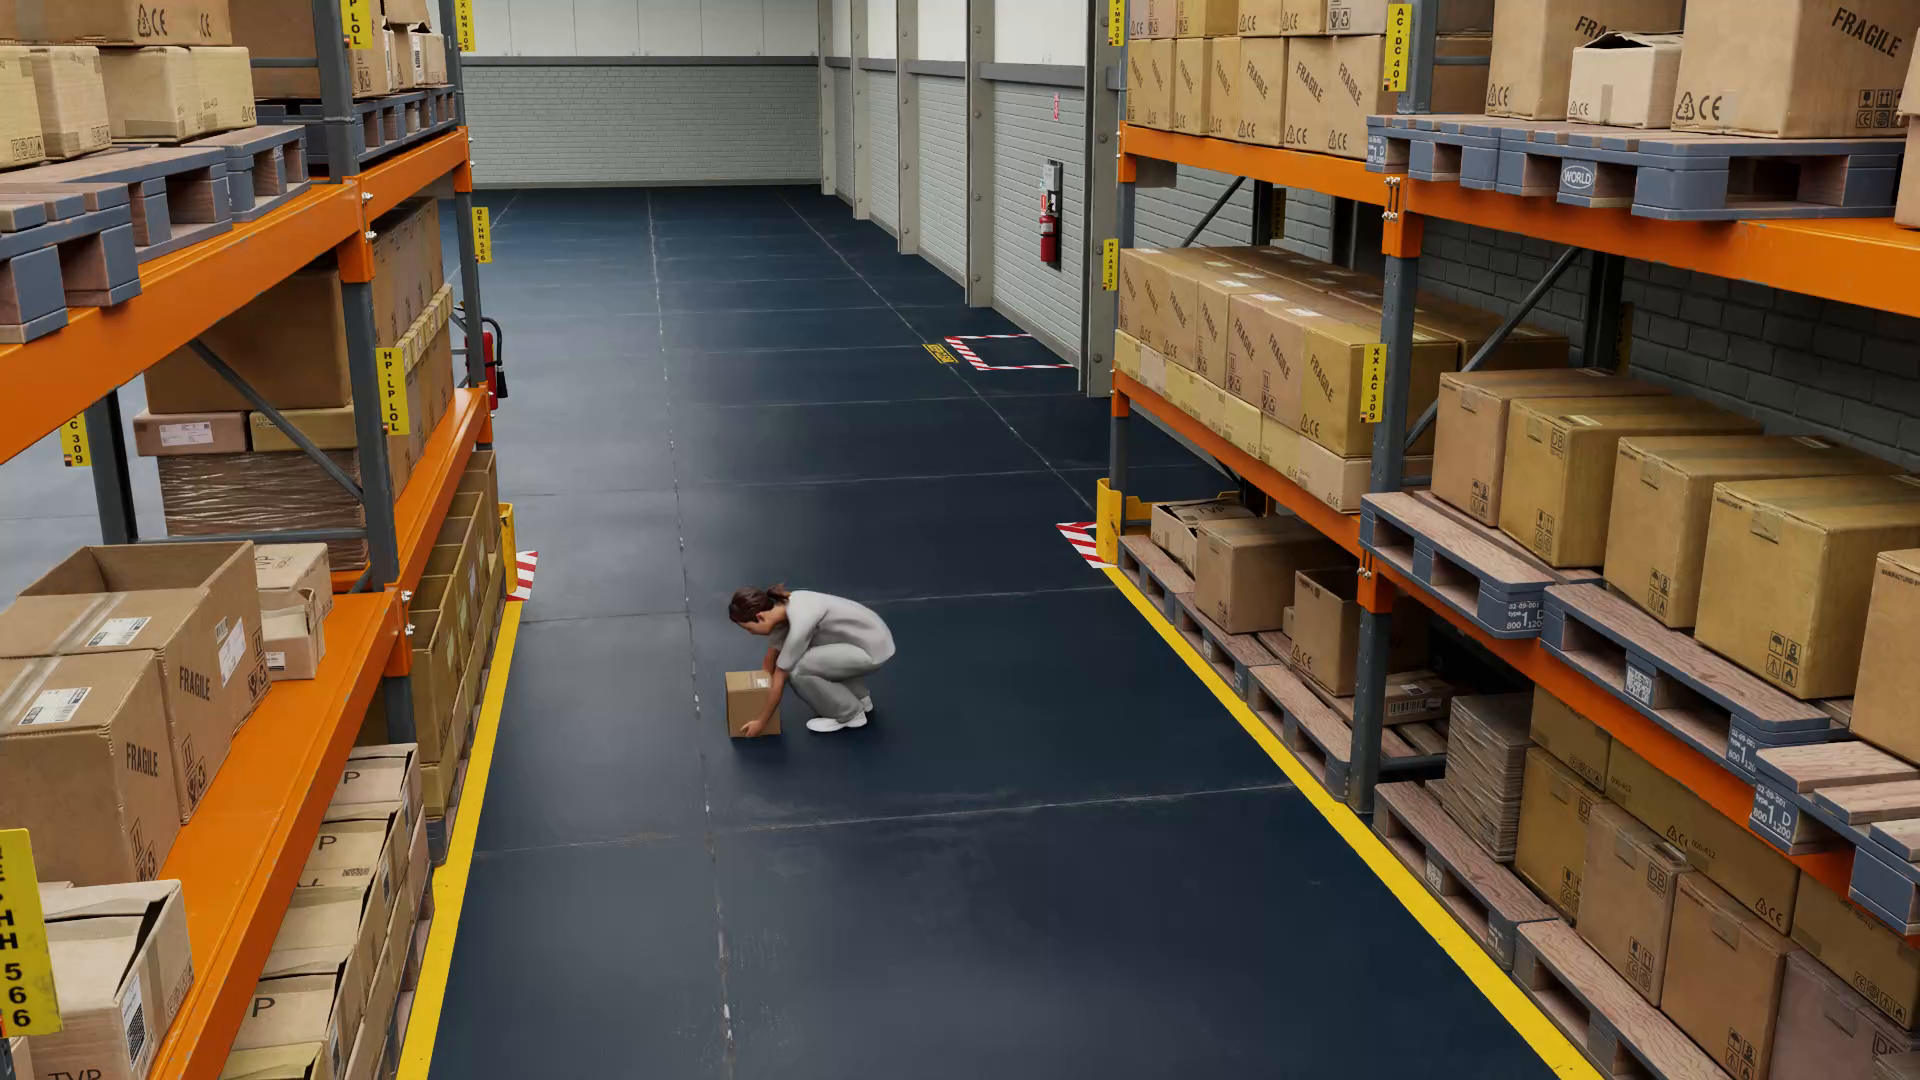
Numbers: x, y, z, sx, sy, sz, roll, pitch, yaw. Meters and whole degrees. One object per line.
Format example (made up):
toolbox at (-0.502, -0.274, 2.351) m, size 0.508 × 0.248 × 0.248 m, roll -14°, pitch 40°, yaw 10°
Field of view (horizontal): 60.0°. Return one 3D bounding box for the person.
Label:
person at (-0.731, 0.582, 8.282) m, size 0.819 × 0.803 × 0.466 m, roll -3°, pitch 17°, yaw -11°
